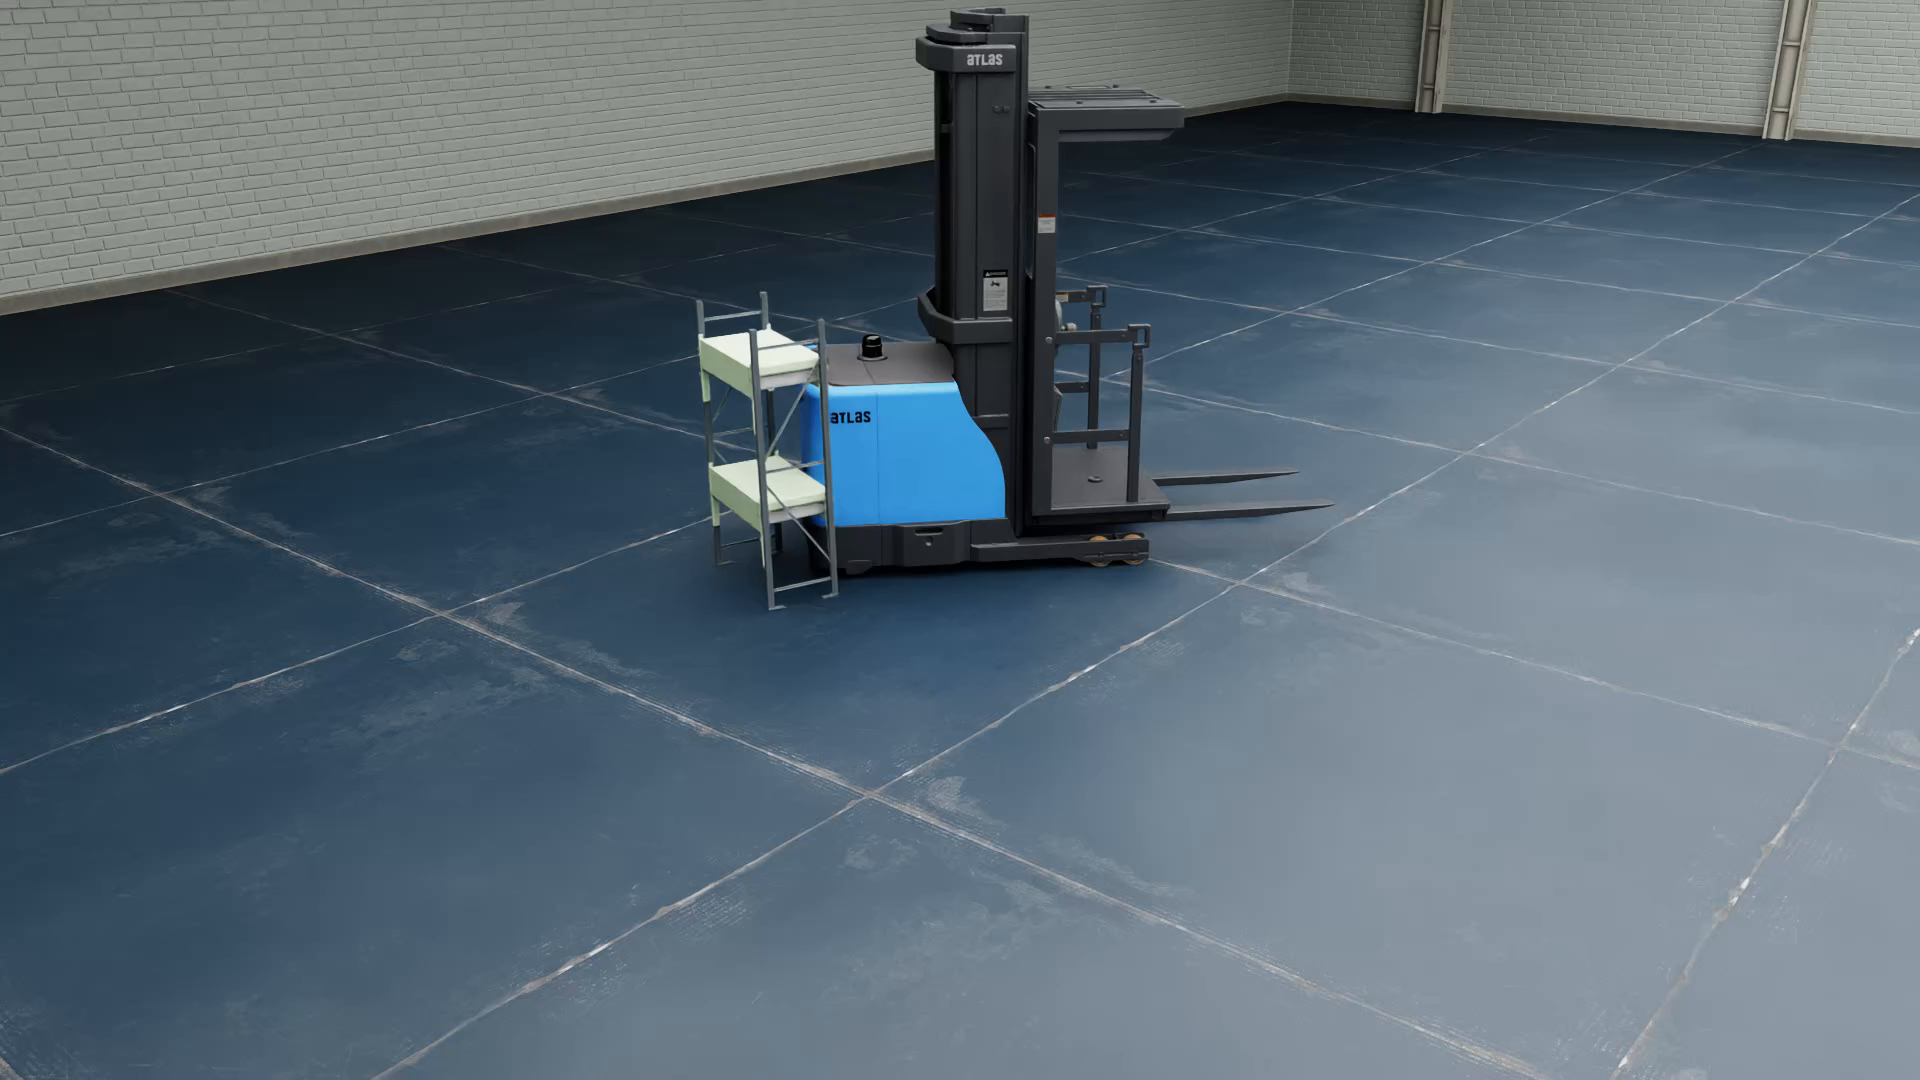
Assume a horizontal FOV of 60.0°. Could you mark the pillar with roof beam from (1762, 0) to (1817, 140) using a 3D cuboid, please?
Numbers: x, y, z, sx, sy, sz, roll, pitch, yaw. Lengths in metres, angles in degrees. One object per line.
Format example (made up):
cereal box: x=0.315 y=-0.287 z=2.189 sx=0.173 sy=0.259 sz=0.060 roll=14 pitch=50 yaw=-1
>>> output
pillar with roof beam: x=10.501 y=-9.532 z=22.191 sx=0.400 sy=9.000 sz=9.100 roll=16 pitch=26 yaw=36

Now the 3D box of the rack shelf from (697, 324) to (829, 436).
rack shelf: x=-1.029 y=-0.846 z=8.666 sx=0.431 sy=0.370 sz=0.720 roll=-12 pitch=24 yaw=-27

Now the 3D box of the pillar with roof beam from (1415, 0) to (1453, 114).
pillar with roof beam: x=5.853 y=-10.870 z=25.741 sx=0.400 sy=9.000 sz=9.100 roll=16 pitch=26 yaw=36

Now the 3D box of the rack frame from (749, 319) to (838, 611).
rack frame: x=-0.843 y=-0.370 z=8.508 sx=0.400 sy=1.500 sz=0.023 roll=-12 pitch=24 yaw=-27

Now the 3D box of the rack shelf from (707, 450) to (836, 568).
rack shelf: x=-1.016 y=-0.178 z=8.925 sx=0.431 sy=0.370 sz=0.720 roll=-12 pitch=24 yaw=-27

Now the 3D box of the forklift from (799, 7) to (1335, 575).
forklift: x=0.617 y=-1.405 z=9.239 sx=3.031 sy=2.935 sz=1.130 roll=-3 pitch=21 yaw=-8

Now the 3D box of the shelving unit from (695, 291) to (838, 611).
shelving unit: x=-1.022 y=-0.482 z=8.807 sx=0.431 sy=1.500 sz=0.755 roll=-12 pitch=24 yaw=-27

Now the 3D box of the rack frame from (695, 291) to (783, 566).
rack frame: x=-1.200 y=-0.595 z=9.106 sx=0.400 sy=1.500 sz=0.023 roll=-12 pitch=24 yaw=-27
